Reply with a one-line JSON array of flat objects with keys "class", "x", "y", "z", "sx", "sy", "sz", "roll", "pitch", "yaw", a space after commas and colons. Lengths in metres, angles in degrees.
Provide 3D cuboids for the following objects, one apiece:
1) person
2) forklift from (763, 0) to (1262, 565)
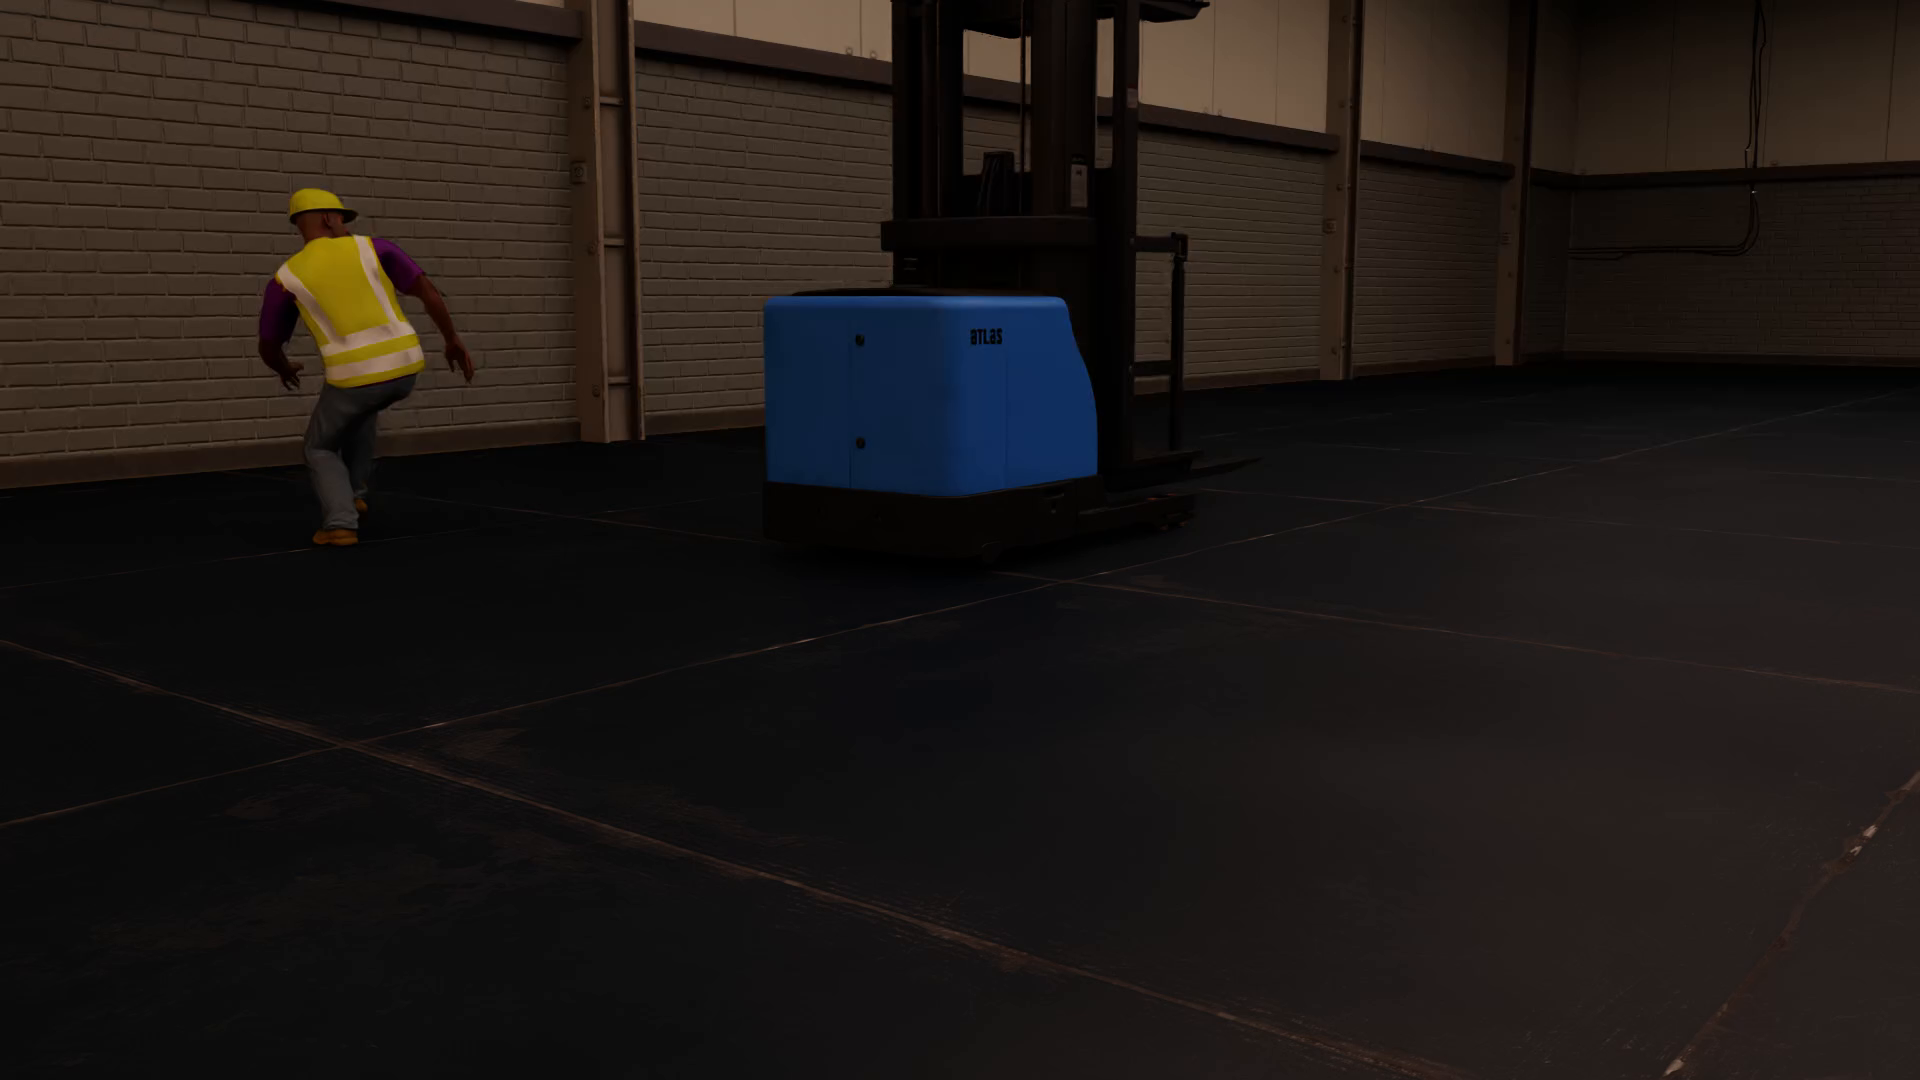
[{"class": "person", "x": -2.690, "y": -0.776, "z": 7.432, "sx": 0.807, "sy": 1.556, "sz": 0.797, "roll": -6, "pitch": 10, "yaw": -36}, {"class": "forklift", "x": 0.451, "y": -1.522, "z": 7.681, "sx": 1.130, "sy": 2.935, "sz": 3.031, "roll": 6, "pitch": 10, "yaw": 36}]
